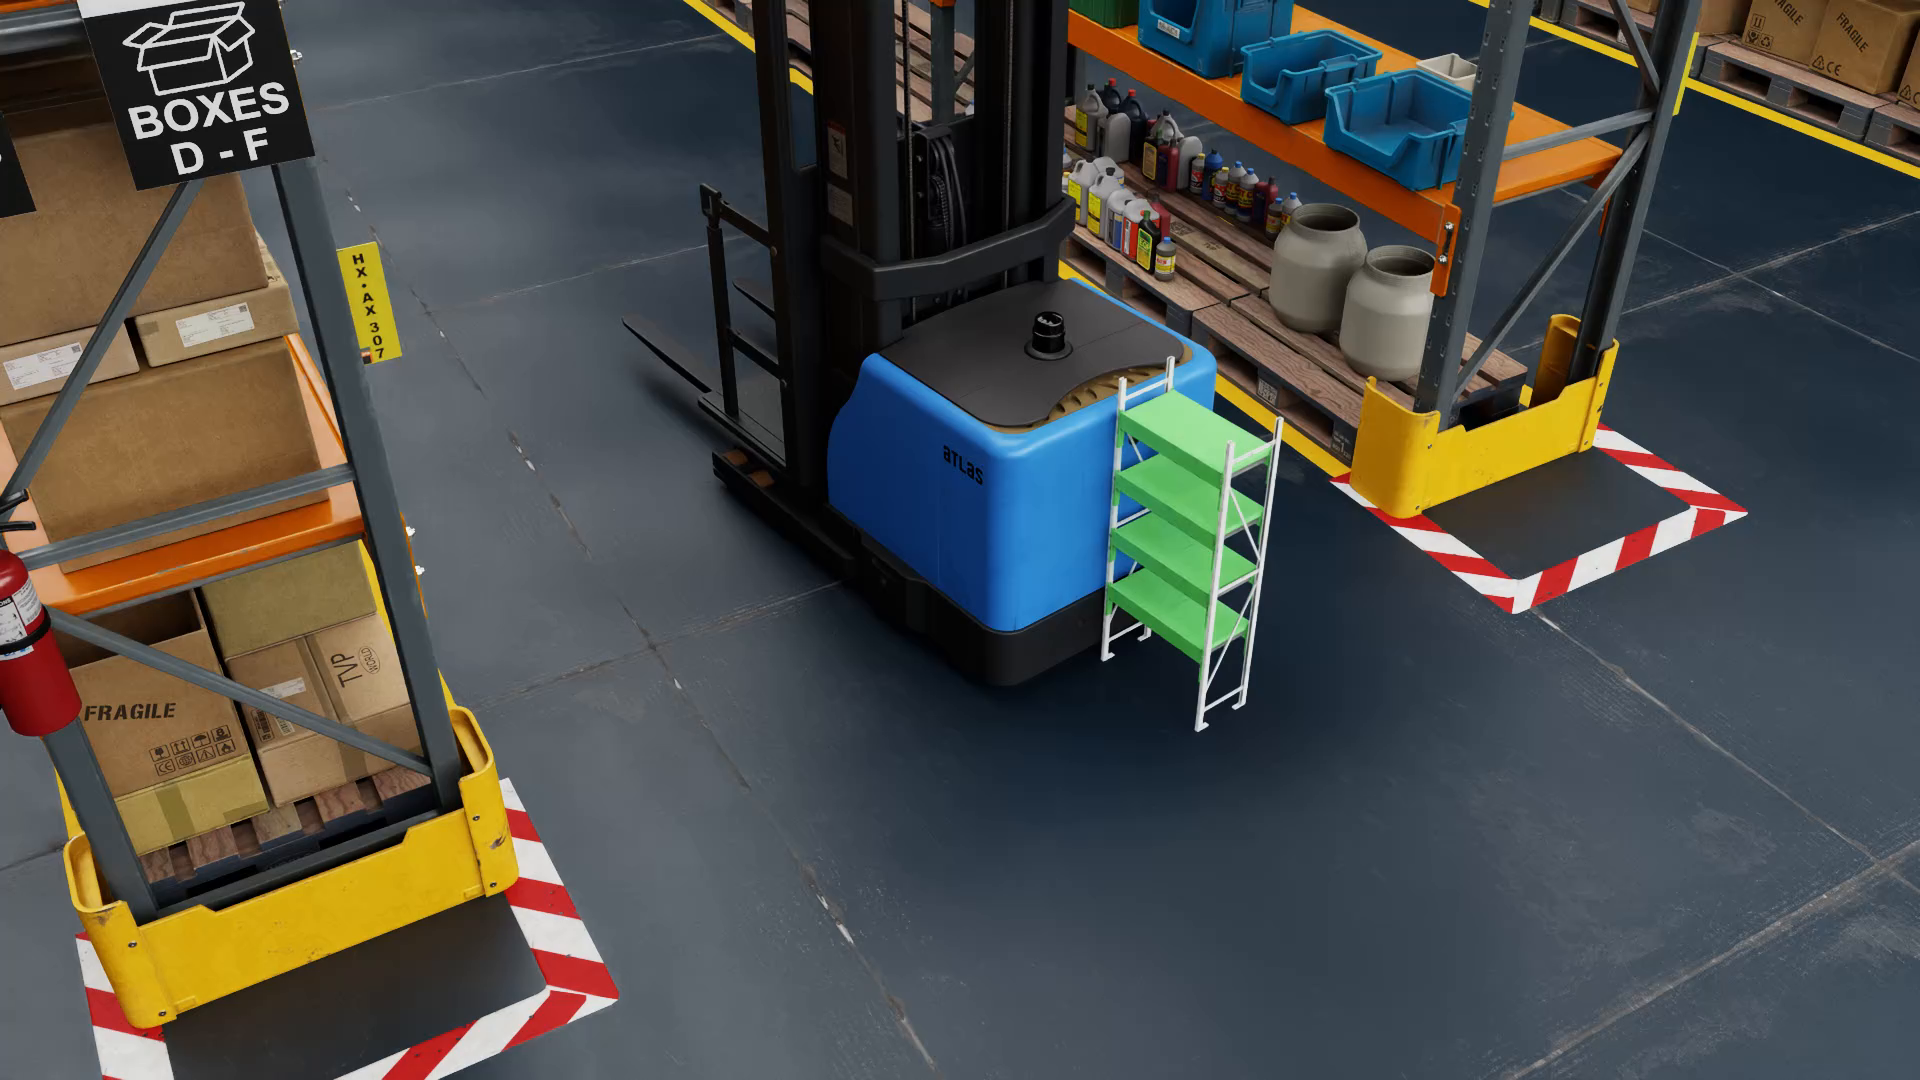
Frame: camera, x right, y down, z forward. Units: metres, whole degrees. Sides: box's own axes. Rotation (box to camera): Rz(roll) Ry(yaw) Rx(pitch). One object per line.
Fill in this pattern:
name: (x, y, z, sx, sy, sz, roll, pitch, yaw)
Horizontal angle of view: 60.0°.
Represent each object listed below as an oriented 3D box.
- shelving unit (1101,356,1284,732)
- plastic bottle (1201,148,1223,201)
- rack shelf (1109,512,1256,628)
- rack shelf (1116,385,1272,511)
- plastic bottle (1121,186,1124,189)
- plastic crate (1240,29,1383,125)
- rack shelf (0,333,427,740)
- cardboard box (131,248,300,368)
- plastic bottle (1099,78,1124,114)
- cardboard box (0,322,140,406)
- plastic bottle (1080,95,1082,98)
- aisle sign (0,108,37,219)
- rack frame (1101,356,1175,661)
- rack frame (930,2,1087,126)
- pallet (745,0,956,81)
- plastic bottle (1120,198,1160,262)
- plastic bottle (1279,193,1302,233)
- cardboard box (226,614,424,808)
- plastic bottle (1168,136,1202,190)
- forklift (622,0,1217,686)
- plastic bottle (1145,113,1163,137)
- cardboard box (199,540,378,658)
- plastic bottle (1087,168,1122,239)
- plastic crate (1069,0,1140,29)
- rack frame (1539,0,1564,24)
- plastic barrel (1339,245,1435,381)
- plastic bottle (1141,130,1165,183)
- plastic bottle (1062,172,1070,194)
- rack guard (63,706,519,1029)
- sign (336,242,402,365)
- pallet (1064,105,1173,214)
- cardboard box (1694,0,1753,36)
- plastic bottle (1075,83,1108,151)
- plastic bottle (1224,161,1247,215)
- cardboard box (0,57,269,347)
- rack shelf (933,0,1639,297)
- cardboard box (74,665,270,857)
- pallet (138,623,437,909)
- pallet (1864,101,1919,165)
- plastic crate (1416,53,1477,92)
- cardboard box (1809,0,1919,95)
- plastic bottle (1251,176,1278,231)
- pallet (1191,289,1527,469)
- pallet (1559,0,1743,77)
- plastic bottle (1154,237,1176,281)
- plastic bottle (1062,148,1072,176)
shelving unit: (0.770, 0.029, 5.693, 0.258, 1.200, 0.503, -25, 43, -30)
plastic bottle: (1.336, -1.943, 8.807, 0.097, 0.271, 0.097, 0, 36, 0)
rack shelf: (0.770, 0.081, 5.731, 0.258, 0.148, 0.480, -25, 43, -30)
rack shelf: (0.770, -0.307, 5.447, 0.258, 0.148, 0.480, -25, 43, -30)
plastic bottle: (0.824, -1.724, 8.567, 0.097, 0.201, 0.097, 0, 36, 0)
plastic crate: (1.471, -1.960, 7.017, 0.499, 0.251, 0.408, -19, 40, -24)
rack shelf: (-2.987, -0.785, 5.891, 1.077, 0.370, 4.000, -19, 40, -24)
cardboard box: (-1.993, -0.621, 4.423, 0.380, 0.149, 0.250, -19, 40, -24)
plastic bottle: (0.865, -2.426, 9.401, 0.144, 0.351, 0.185, -20, 41, -25)
cardboard box: (-2.339, -0.496, 4.251, 0.380, 0.149, 0.250, -20, 40, -25)
plastic bottle: (0.744, -2.516, 9.651, 0.097, 0.201, 0.097, 0, 36, 0)
aisle sign: (-2.203, -0.984, 3.350, 0.394, 0.787, 0.004, -19, 40, -24)
rack frame: (0.618, -0.084, 5.847, 0.240, 1.200, 0.015, -25, 43, -30)
rack frame: (0.293, -3.561, 9.082, 1.000, 3.000, 0.127, -19, 40, -24)
pallet: (-0.753, -3.447, 11.290, 1.003, 0.211, 1.213, -19, 40, -24)
plastic bottle: (0.897, -1.542, 8.254, 0.152, 0.276, 0.135, -19, 40, -24)
plastic bottle: (1.661, -1.614, 8.357, 0.097, 0.271, 0.097, 0, 36, 0)
cardboard box: (-2.060, 0.546, 5.434, 0.500, 0.250, 0.500, -19, 40, -24)
plastic bottle: (1.202, -2.049, 8.948, 0.152, 0.276, 0.135, -18, 40, -23)
forklift: (-0.387, -1.471, 6.279, 1.130, 2.935, 3.031, -25, 43, -30)
plastic bottle: (1.080, -2.230, 9.190, 0.061, 0.283, 0.133, -16, 39, -21)
cardboard box: (-2.312, -0.011, 5.561, 0.500, 0.500, 0.500, -19, 40, -24)
plastic bottle: (0.741, -1.726, 8.443, 0.144, 0.351, 0.185, -17, 40, -22)
plastic crate: (0.730, -2.699, 8.082, 0.450, 0.188, 0.662, -19, 40, -24)
rack frame: (4.575, -5.028, 11.092, 1.000, 3.000, 0.127, -19, 40, -24)
plastic barrel: (1.905, -0.999, 7.328, 0.421, 0.512, 0.421, 0, 36, 0)
plastic bottle: (1.048, -2.092, 9.002, 0.061, 0.283, 0.133, -19, 40, -24)
plastic bottle: (0.556, -1.826, 8.707, 0.097, 0.201, 0.097, 0, 36, 0)
rack guard: (-1.970, 0.967, 5.003, 1.175, 0.500, 0.348, -19, 40, -24)
sign: (-1.500, -0.598, 4.225, 0.100, 0.325, 0.005, -19, 40, -24)
pallet: (0.594, -2.080, 9.419, 1.003, 0.211, 1.213, -19, 40, -24)
cardboard box: (5.036, -3.683, 11.013, 0.500, 0.500, 0.500, -7, 37, -9)
plastic bottle: (0.741, -2.383, 9.342, 0.144, 0.351, 0.185, -19, 40, -24)
plastic bottle: (1.438, -1.840, 8.666, 0.097, 0.271, 0.097, 0, 36, 0)
cardboard box: (-2.233, -0.888, 4.238, 0.700, 0.500, 0.500, -19, 40, -24)
rack shelf: (1.297, -2.250, 7.898, 1.077, 0.370, 4.000, -19, 40, -24)
cardboard box: (-2.507, 0.700, 5.224, 0.500, 0.250, 0.500, -19, 40, -24)
pallet: (-2.403, 0.693, 5.622, 1.003, 0.211, 1.213, -19, 40, -24)
pallet: (6.169, -2.326, 9.756, 1.003, 0.211, 1.213, -19, 40, -24)
plastic crate: (2.131, -1.966, 7.122, 0.298, 0.136, 0.250, -19, 40, -24)
cardboard box: (5.657, -3.092, 10.203, 0.500, 0.500, 0.500, -15, 39, -20)
plastic bottle: (1.563, -1.739, 8.518, 0.061, 0.283, 0.133, -18, 40, -23)
pallet: (1.820, -0.836, 7.715, 1.003, 0.211, 1.213, -19, 40, -24)
pallet: (4.943, -3.570, 11.460, 1.003, 0.211, 1.213, -19, 40, -24)
plastic bottle: (1.000, -1.375, 8.089, 0.097, 0.201, 0.097, 0, 36, 0)
plastic bottle: (0.540, -1.942, 8.806, 0.097, 0.271, 0.097, 0, 36, 0)
